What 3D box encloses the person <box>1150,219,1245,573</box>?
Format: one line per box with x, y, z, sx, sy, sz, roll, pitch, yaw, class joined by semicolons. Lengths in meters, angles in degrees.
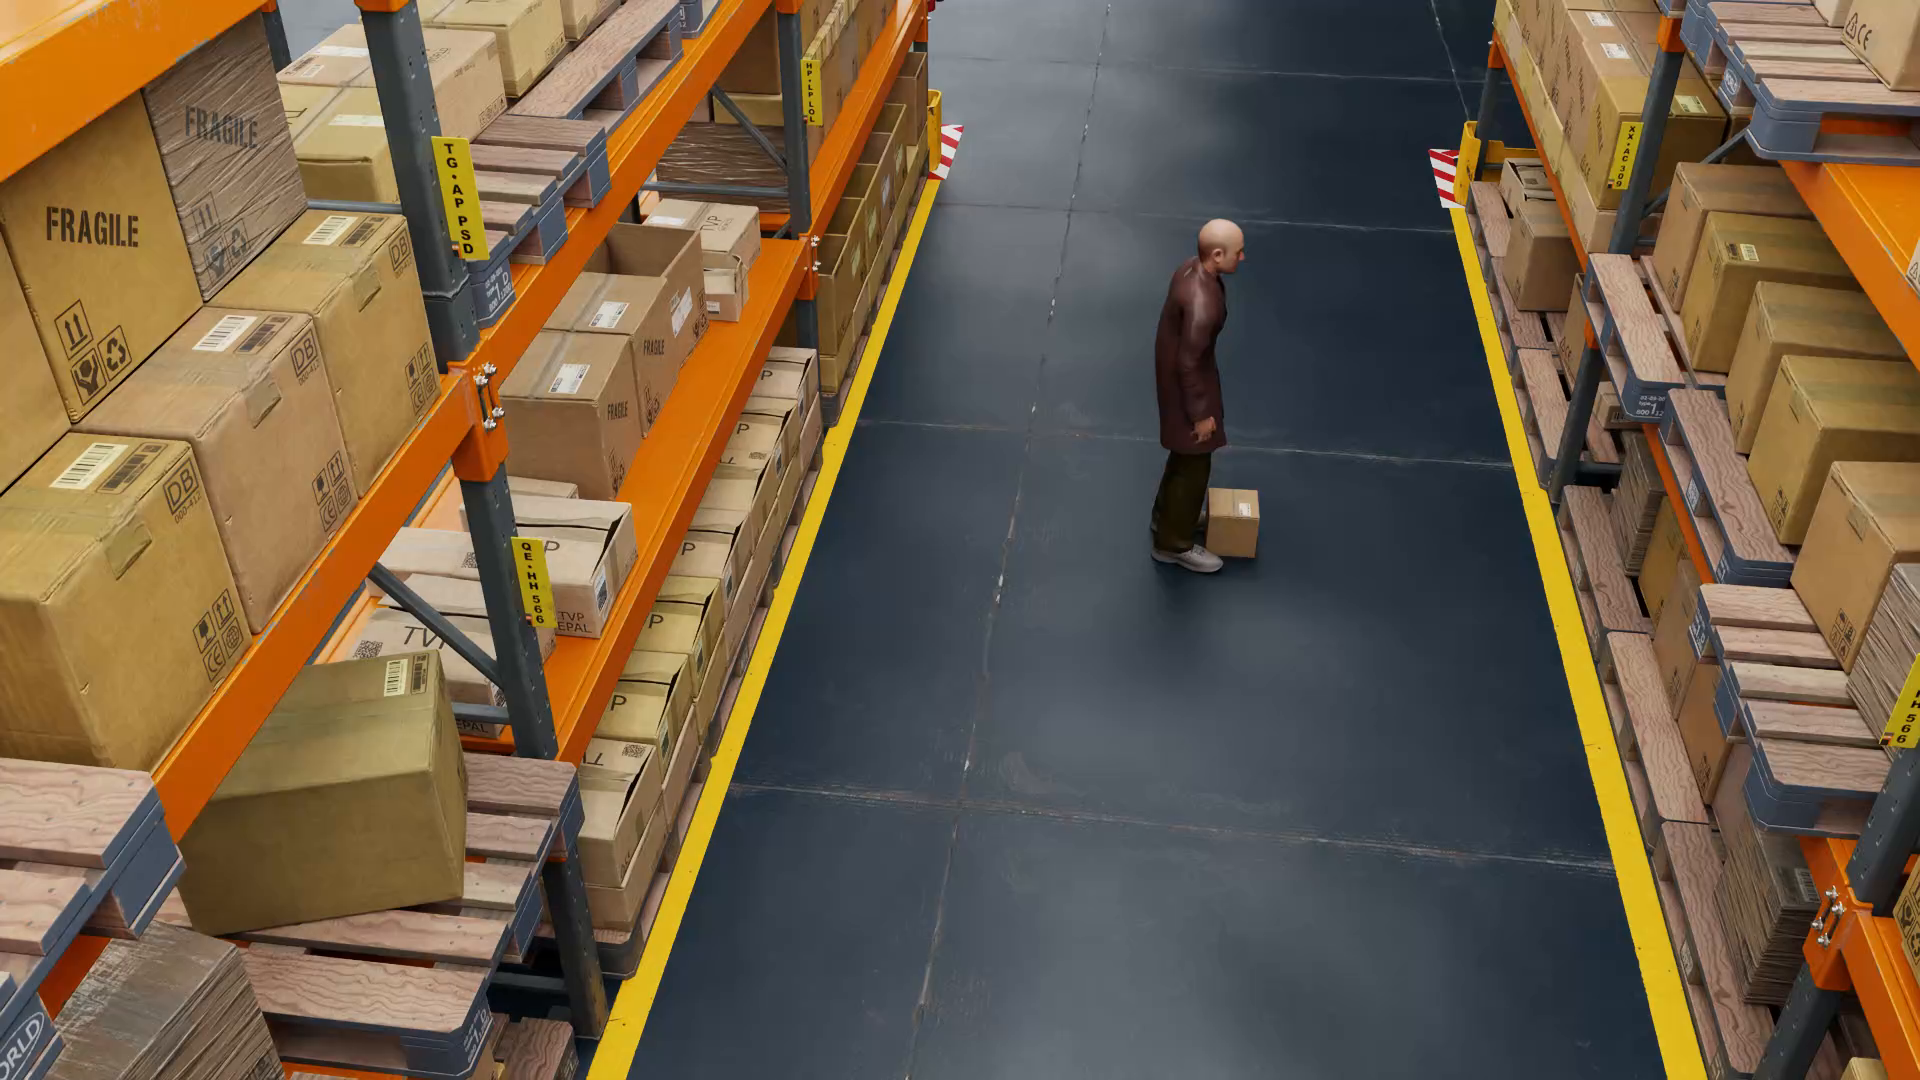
1.143;-0.720;8.058;0.422;1.774;0.642;4;36;6;person
